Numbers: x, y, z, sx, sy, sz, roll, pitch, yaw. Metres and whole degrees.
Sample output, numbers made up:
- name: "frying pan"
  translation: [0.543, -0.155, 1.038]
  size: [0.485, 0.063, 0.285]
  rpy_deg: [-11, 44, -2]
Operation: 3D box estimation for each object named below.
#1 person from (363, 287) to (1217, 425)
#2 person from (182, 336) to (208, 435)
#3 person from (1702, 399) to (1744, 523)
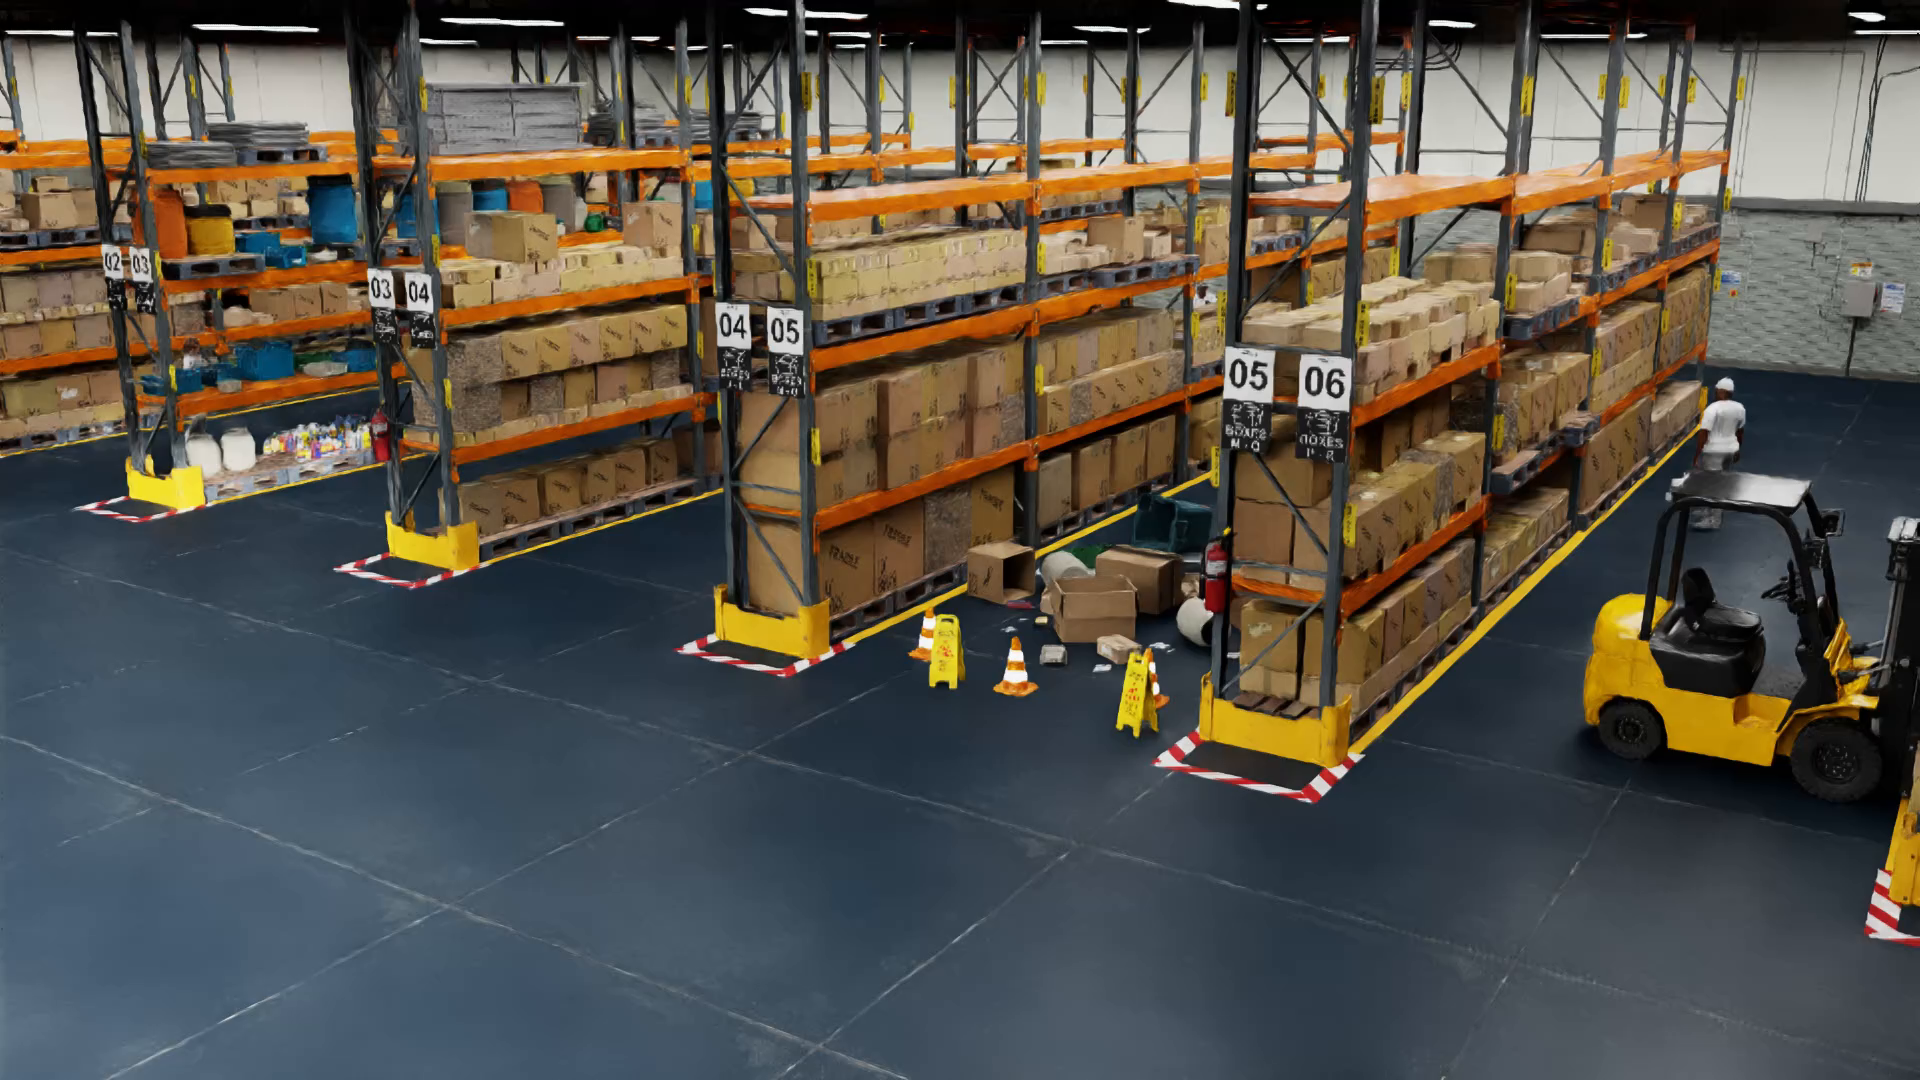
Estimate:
- name: "person"
  translation: [-1.841, -3.028, 26.862]
  size: [7.098, 1.586, 13.262]
  rpy_deg: [11, 19, 34]
- name: "person"
  translation: [-10.968, -2.155, 23.867]
  size: [0.380, 1.527, 0.438]
  rpy_deg: [1, 16, 3]
- name: "person"
  translation: [8.946, -0.945, 19.609]
  size: [0.453, 1.455, 0.417]
  rpy_deg: [-7, 17, -25]
